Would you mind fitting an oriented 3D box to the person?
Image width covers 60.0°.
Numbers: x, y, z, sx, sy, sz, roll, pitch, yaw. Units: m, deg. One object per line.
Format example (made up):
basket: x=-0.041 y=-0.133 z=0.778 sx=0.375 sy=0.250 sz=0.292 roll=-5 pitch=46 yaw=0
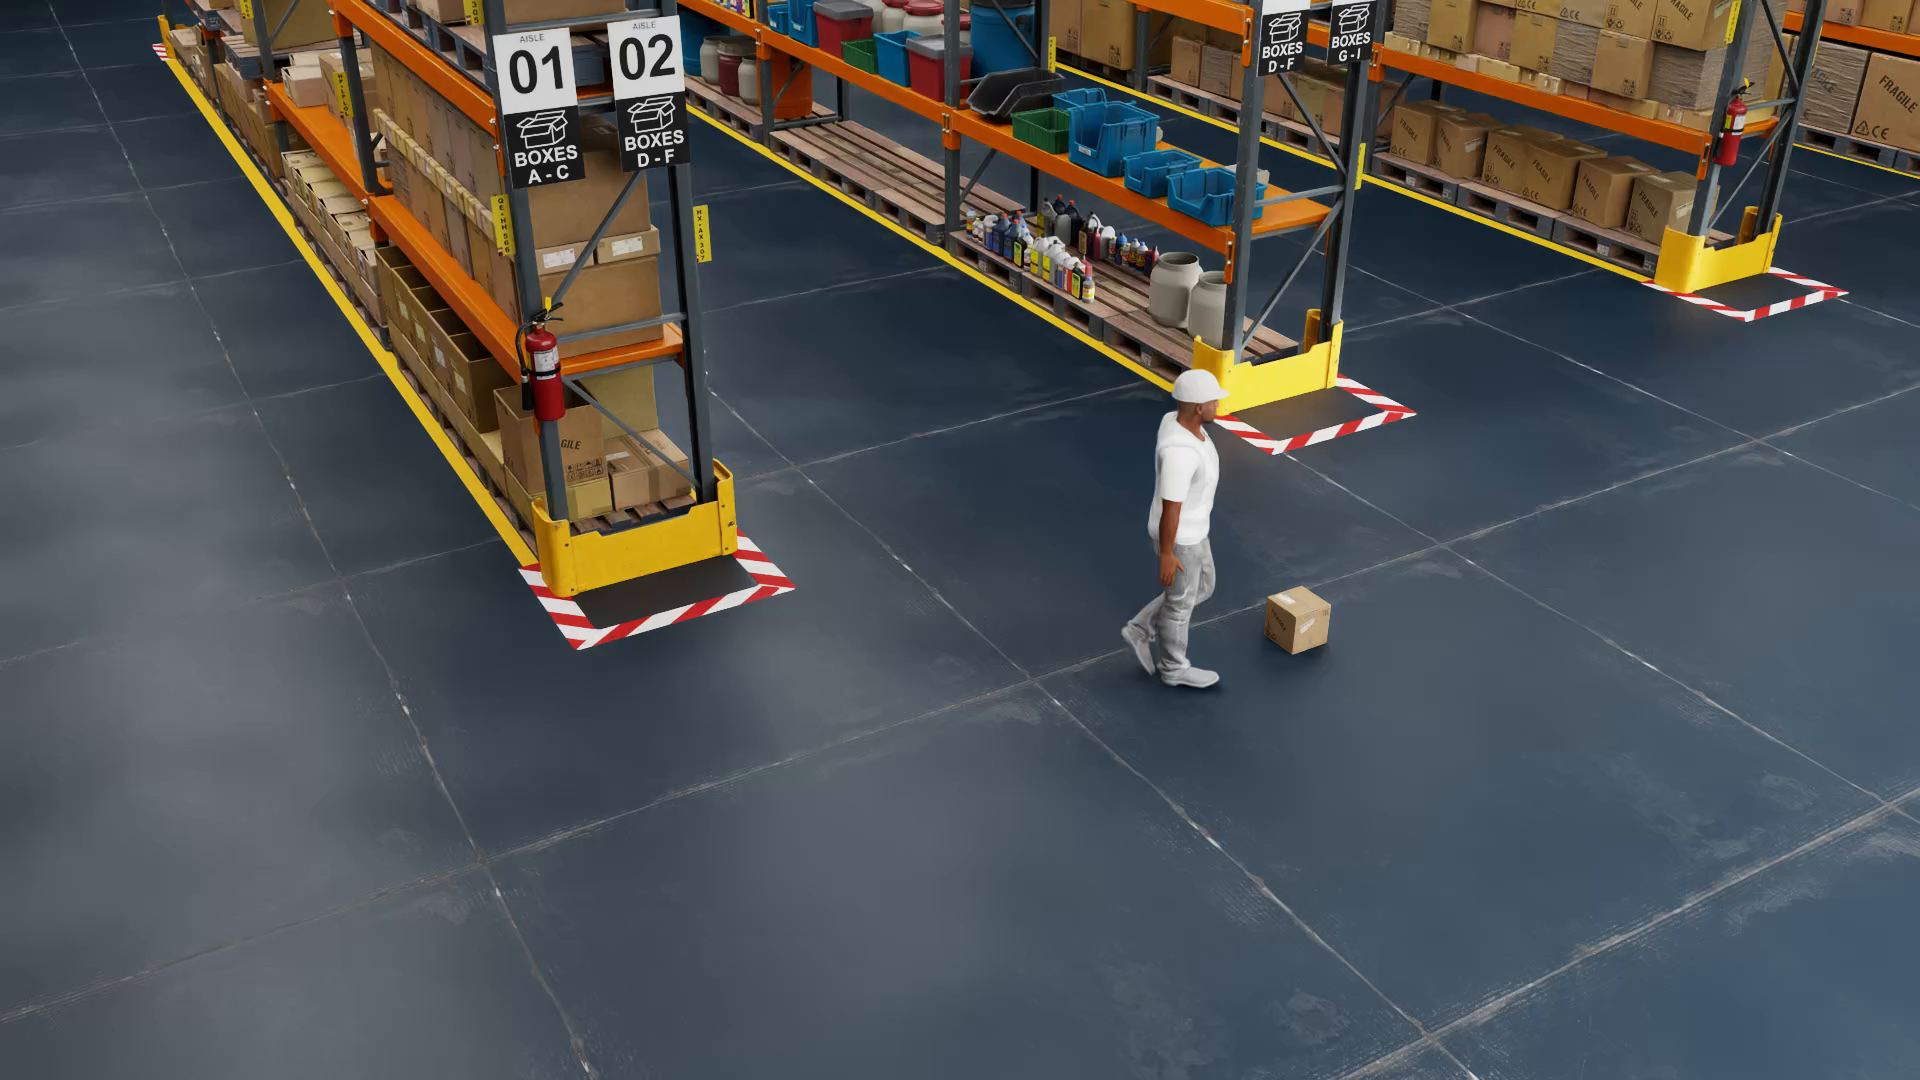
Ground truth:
person: x=1.131 y=-0.040 z=8.612 sx=0.544 sy=1.776 sz=0.634 roll=4 pitch=29 yaw=8
